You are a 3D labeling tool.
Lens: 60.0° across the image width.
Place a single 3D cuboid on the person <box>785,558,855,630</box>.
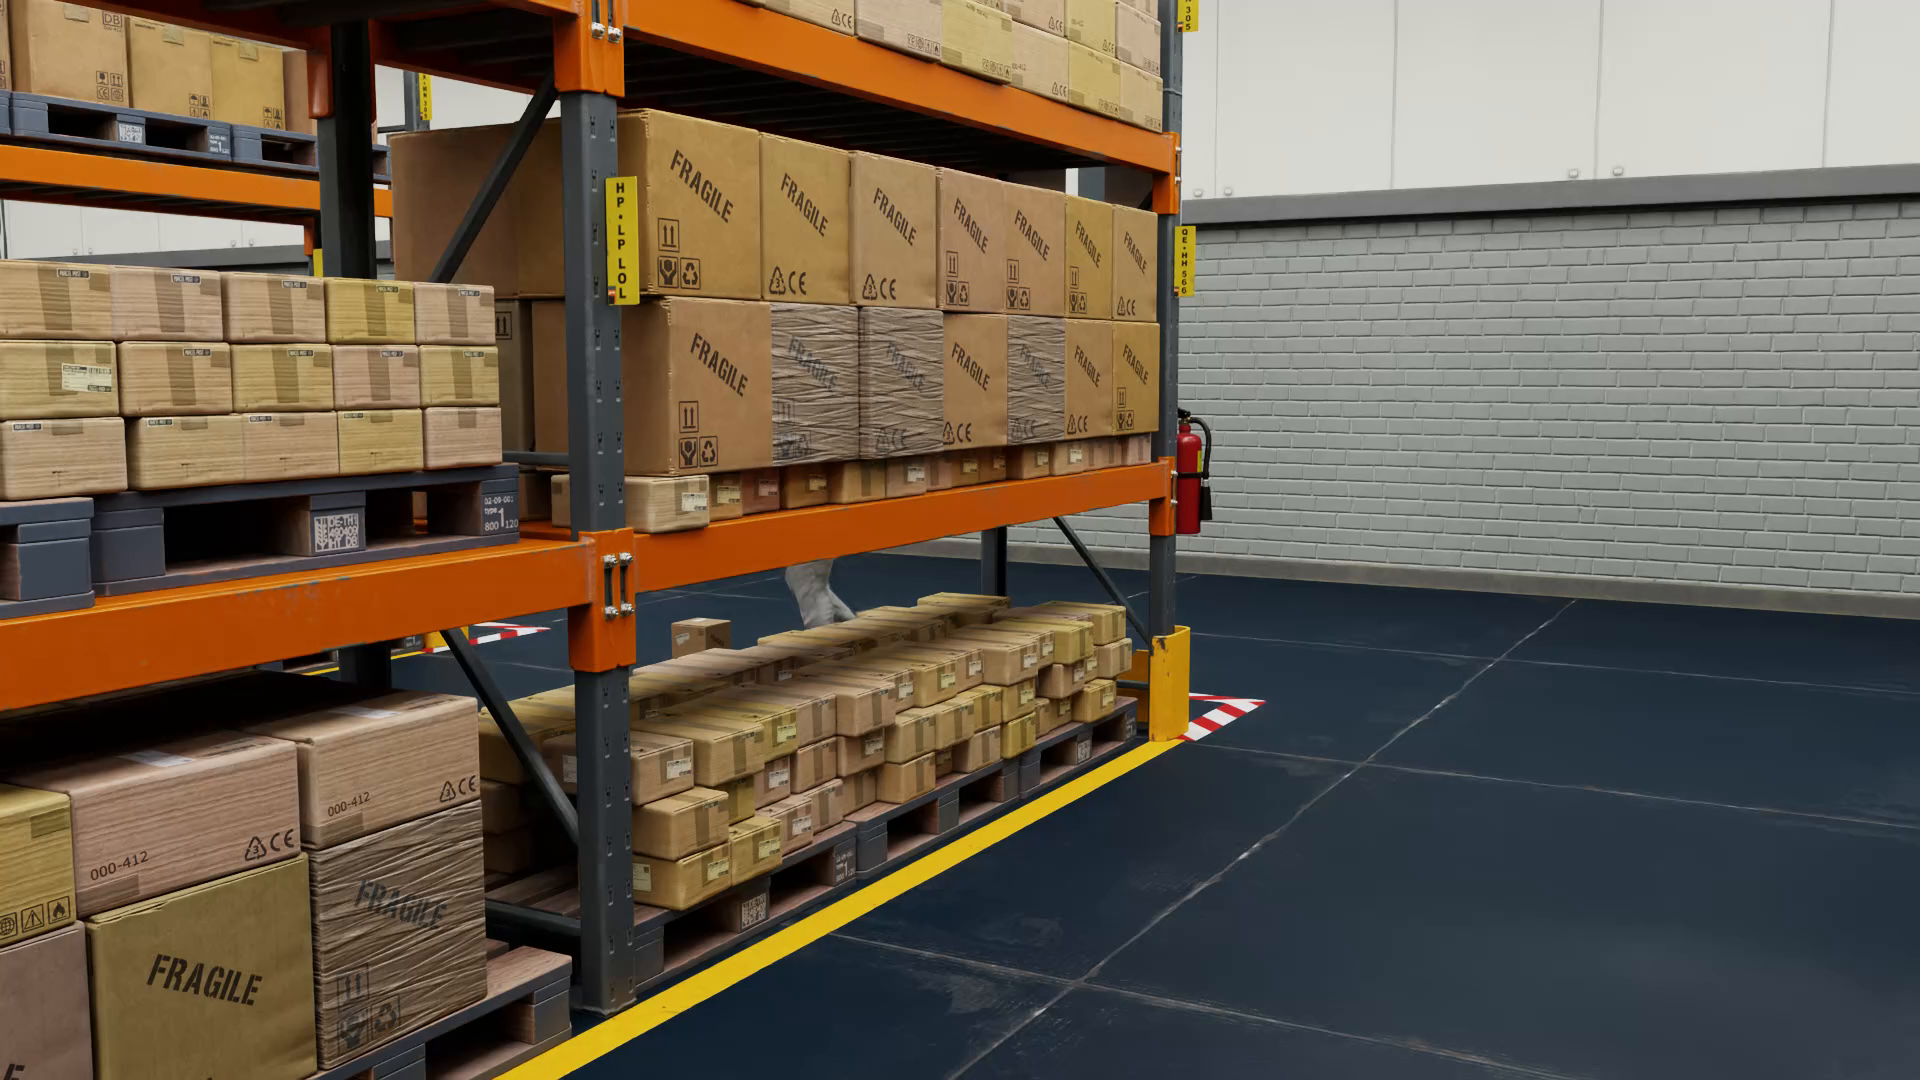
[{"bbox_3d":[-0.798,-0.070,9.347,0.479,1.661,0.548,1,6,8],"label":"person"}]
